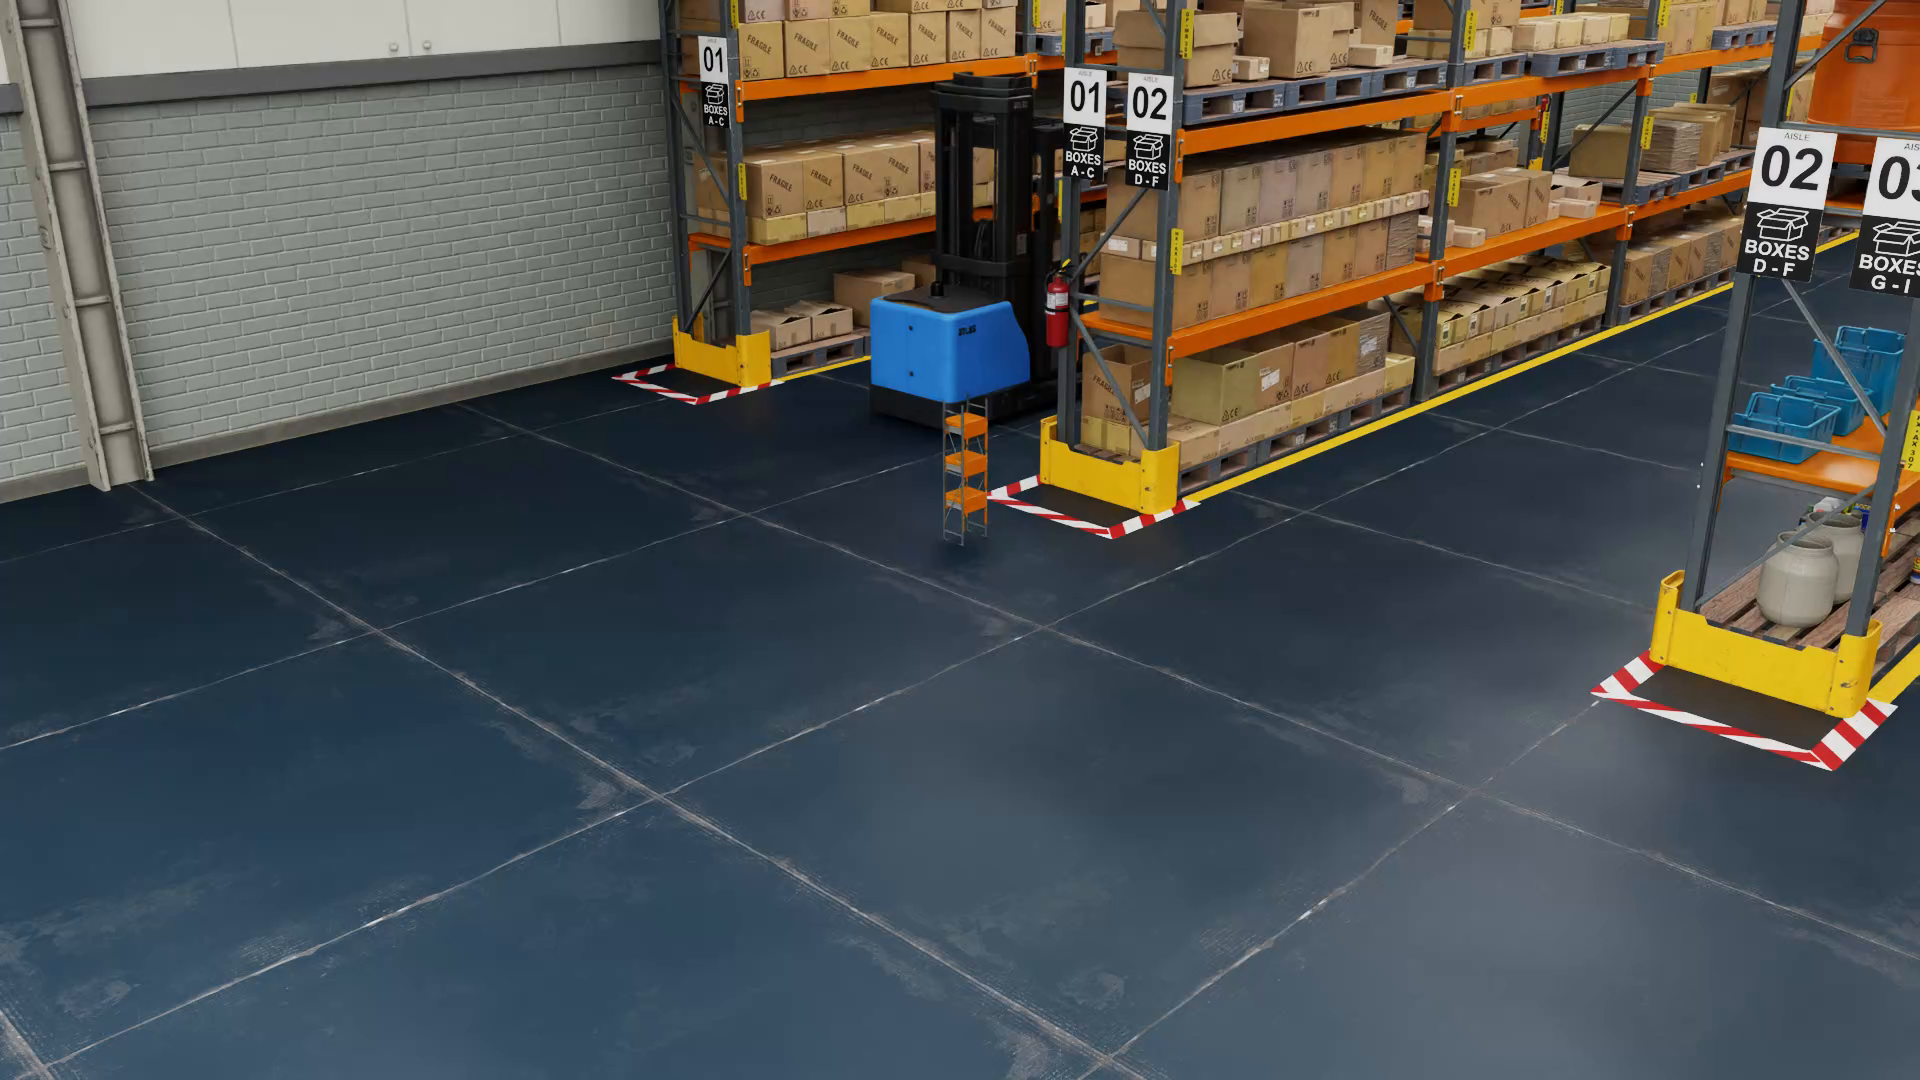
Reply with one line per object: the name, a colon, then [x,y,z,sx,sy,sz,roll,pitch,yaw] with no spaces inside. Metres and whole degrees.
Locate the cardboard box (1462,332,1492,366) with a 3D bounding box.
cardboard box: [4.774,-1.891,16.062,0.500,0.250,0.500,-19,28,-41]

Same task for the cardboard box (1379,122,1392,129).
cardboard box: [5.794,-5.765,23.215,0.250,0.149,0.380,-20,28,-41]

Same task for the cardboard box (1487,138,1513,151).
cardboard box: [8.401,-6.178,25.962,0.380,0.149,0.250,19,28,40]

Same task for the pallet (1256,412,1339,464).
pallet: [2.521,-0.996,14.370,1.003,0.211,1.213,19,28,41]

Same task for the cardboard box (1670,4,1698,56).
cardboard box: [7.384,-5.533,17.968,0.910,0.500,0.500,19,28,41]

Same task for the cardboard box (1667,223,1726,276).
cardboard box: [8.698,-3.449,19.738,0.500,0.500,0.500,20,29,41]

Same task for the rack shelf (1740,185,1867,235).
rack shelf: [6.108,-2.116,10.220,1.077,0.370,4.000,19,28,41]

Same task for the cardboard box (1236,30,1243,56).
cardboard box: [2.169,-3.903,13.211,0.500,0.311,0.500,-16,26,-36]

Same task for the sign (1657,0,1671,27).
sign: [7.140,-5.372,16.858,0.100,0.325,0.005,19,28,41]

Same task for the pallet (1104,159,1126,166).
pallet: [1.844,-4.465,19.777,1.003,0.211,1.213,19,28,41]

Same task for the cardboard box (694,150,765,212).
cardboard box: [-2.209,-3.481,16.085,0.500,0.500,0.500,19,28,40]

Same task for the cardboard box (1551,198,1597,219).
cardboard box: [6.318,-3.417,17.133,0.380,0.149,0.250,19,28,41]

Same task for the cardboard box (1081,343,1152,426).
cardboard box: [1.328,-1.253,13.355,0.500,0.500,0.500,19,28,41]

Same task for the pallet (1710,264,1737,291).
pallet: [8.998,-3.342,20.477,1.003,0.211,1.213,19,28,41]

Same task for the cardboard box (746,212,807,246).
cardboard box: [-1.817,-3.002,15.886,0.500,0.250,0.500,18,28,39]

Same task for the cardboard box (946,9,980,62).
cardboard box: [-0.132,-5.183,17.029,0.500,0.500,0.500,16,26,36]

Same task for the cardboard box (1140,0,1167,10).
cardboard box: [2.225,-6.221,19.726,0.637,0.503,0.797,-15,26,-35]

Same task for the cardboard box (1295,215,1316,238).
cardboard box: [2.668,-2.569,13.535,0.380,0.149,0.250,20,28,41]

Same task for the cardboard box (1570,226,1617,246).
cardboard box: [7.268,-3.538,18.923,0.500,0.250,0.500,-19,28,-40]

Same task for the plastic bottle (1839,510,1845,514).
plastic bottle: [5.952,-0.088,11.295,0.061,0.283,0.133,19,28,41]

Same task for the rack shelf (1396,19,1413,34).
rack shelf: [4.591,-6.652,22.021,1.077,0.370,4.000,19,28,41]

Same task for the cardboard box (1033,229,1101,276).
cardboard box: [1.231,-3.422,19.669,0.700,0.500,0.500,19,28,40]

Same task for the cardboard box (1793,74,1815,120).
cardboard box: [10.428,-5.559,20.825,0.500,0.500,0.500,18,28,39]

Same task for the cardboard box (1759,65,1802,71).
cardboard box: [10.764,-5.962,21.871,0.500,0.500,0.500,19,28,40]

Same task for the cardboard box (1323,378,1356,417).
cardboard box: [3.096,-1.287,14.488,0.500,0.250,0.500,19,28,41]

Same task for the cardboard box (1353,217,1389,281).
cardboard box: [3.289,-2.600,14.519,0.700,0.500,0.500,19,28,40]

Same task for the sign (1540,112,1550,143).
sign: [6.352,-4.471,18.023,0.100,0.325,0.005,19,28,41]

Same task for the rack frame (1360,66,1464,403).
rack frame: [3.957,-2.806,15.195,1.000,3.000,0.127,19,28,41]

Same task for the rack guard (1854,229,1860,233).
rack guard: [12.275,-4.705,23.618,1.175,0.500,0.348,19,28,41]

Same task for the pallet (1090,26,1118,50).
pallet: [1.634,-5.757,18.952,1.213,0.211,1.003,19,28,41]

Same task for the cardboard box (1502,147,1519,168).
cardboard box: [8.360,-5.954,26.283,0.700,0.500,0.500,19,28,41]

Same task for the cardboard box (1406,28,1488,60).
cardboard box: [4.394,-4.488,15.014,0.500,0.250,0.500,-17,27,-37]

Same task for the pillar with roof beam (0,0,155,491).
pillar with roof beam: [-3.618,-3.594,8.882,9.100,9.000,0.400,19,28,41]

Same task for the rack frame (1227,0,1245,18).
rack frame: [3.196,-7.874,20.017,1.000,3.000,0.127,19,28,41]

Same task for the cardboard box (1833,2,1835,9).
cardboard box: [10.760,-6.744,20.770,0.500,0.250,0.500,19,28,41]

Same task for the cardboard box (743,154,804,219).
cardboard box: [-1.837,-3.354,15.755,0.500,0.500,0.500,19,28,41]

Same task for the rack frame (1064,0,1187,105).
rack frame: [1.167,-4.578,11.443,1.000,3.000,0.127,19,28,41]

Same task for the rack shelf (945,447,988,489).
rack shelf: [0.037,-0.494,11.926,0.215,0.259,0.240,19,28,41]

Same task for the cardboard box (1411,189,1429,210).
cardboard box: [3.921,-3.032,14.739,0.380,0.149,0.250,19,28,41]

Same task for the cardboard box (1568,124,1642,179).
cardboard box: [7.106,-4.267,18.271,0.700,0.500,0.500,9,23,23]

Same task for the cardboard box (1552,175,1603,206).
cardboard box: [6.463,-3.710,17.671,0.500,0.311,0.500,-18,27,-39]

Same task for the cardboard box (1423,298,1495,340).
cardboard box: [4.777,-2.152,15.957,0.500,0.311,0.500,19,28,40]

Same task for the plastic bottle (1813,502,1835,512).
plastic bottle: [5.876,-0.111,11.366,0.152,0.276,0.135,20,28,41]

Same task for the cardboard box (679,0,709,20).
cardboard box: [-2.272,-5.116,15.462,0.500,0.500,0.500,-19,28,-40]

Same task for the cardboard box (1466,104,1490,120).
cardboard box: [7.390,-6.753,25.044,0.980,0.700,0.700,18,27,38]

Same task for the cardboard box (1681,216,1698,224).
cardboard box: [8.662,-3.698,20.386,0.500,0.500,0.500,-20,28,-41]

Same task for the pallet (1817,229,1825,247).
pallet: [10.869,-4.052,22.324,1.003,0.211,1.213,19,28,41]

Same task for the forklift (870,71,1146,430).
forklift: [0.562,-2.755,15.156,1.130,2.935,3.031,18,28,39]

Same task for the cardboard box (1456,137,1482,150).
cardboard box: [7.951,-6.209,26.041,0.380,0.149,0.250,19,28,41]

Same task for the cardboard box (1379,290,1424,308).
cardboard box: [4.393,-2.292,16.322,0.500,0.311,0.500,-19,28,-41]

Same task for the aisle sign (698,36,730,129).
aisle sign: [-2.220,-4.137,15.033,0.394,0.787,0.004,19,28,41]

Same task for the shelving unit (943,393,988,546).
shelving unit: [0.037,-0.504,11.922,0.215,1.050,0.252,19,28,41]

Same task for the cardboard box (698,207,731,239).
cardboard box: [-2.198,-3.125,16.205,0.500,0.250,0.500,-20,28,-41]

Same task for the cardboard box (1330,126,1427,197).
cardboard box: [3.652,-3.343,14.643,0.700,0.500,0.500,19,28,41]

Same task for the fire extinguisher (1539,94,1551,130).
fire extinguisher: [9.213,-6.843,26.324,0.296,0.674,0.183,19,28,41]
